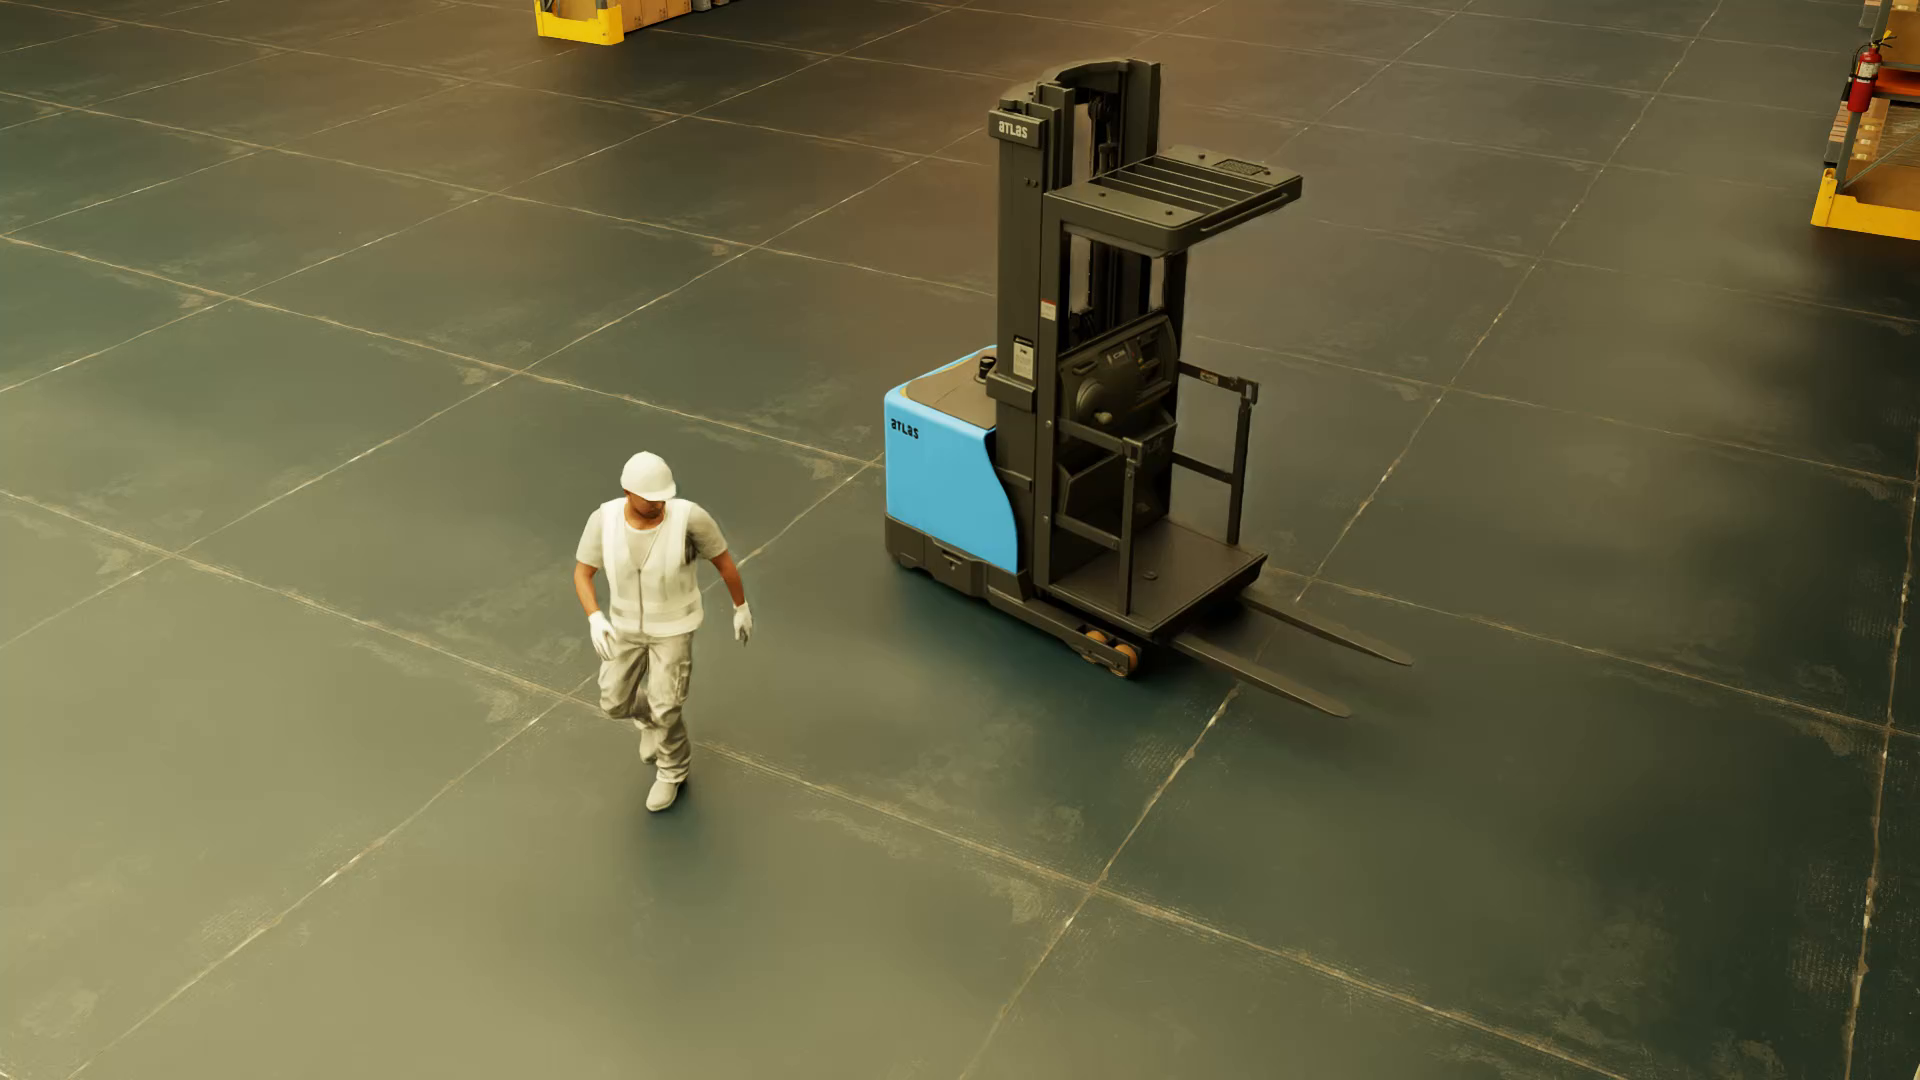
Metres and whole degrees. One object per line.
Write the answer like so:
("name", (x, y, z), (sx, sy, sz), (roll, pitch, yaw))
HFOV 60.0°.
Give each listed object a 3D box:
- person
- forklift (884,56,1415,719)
("person", (-1.368, 0.402, 7.577), (0.747, 1.731, 0.583), (8, 31, 13))
("forklift", (0.986, -0.847, 8.538), (3.031, 2.935, 1.130), (25, 38, 36))
